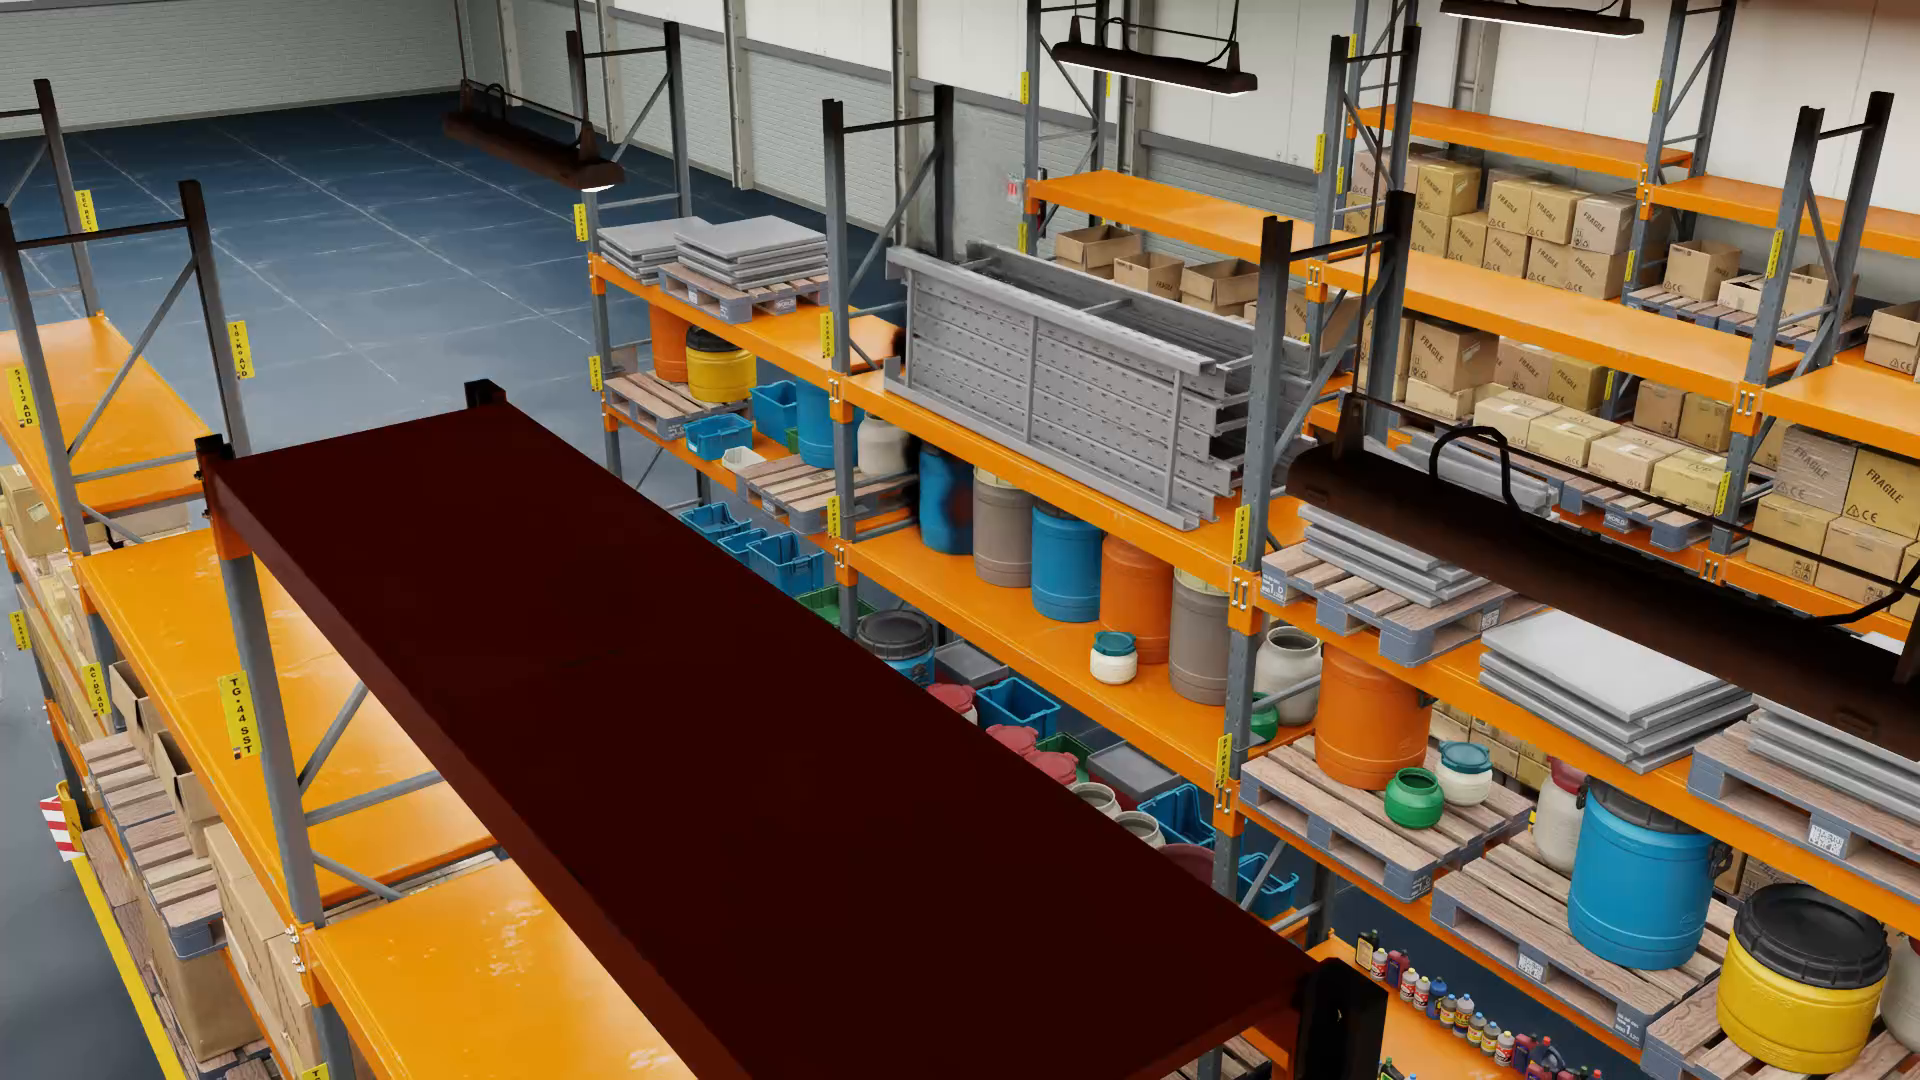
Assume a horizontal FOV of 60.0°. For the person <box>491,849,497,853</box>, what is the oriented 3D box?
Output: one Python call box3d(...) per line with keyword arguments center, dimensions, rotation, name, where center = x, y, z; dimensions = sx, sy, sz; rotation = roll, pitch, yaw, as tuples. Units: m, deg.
box3d(center=(-3.452, 2.142, 11.820), dimensions=(0.561, 1.584, 0.574), rotation=(22, 33, 40), name="person")
